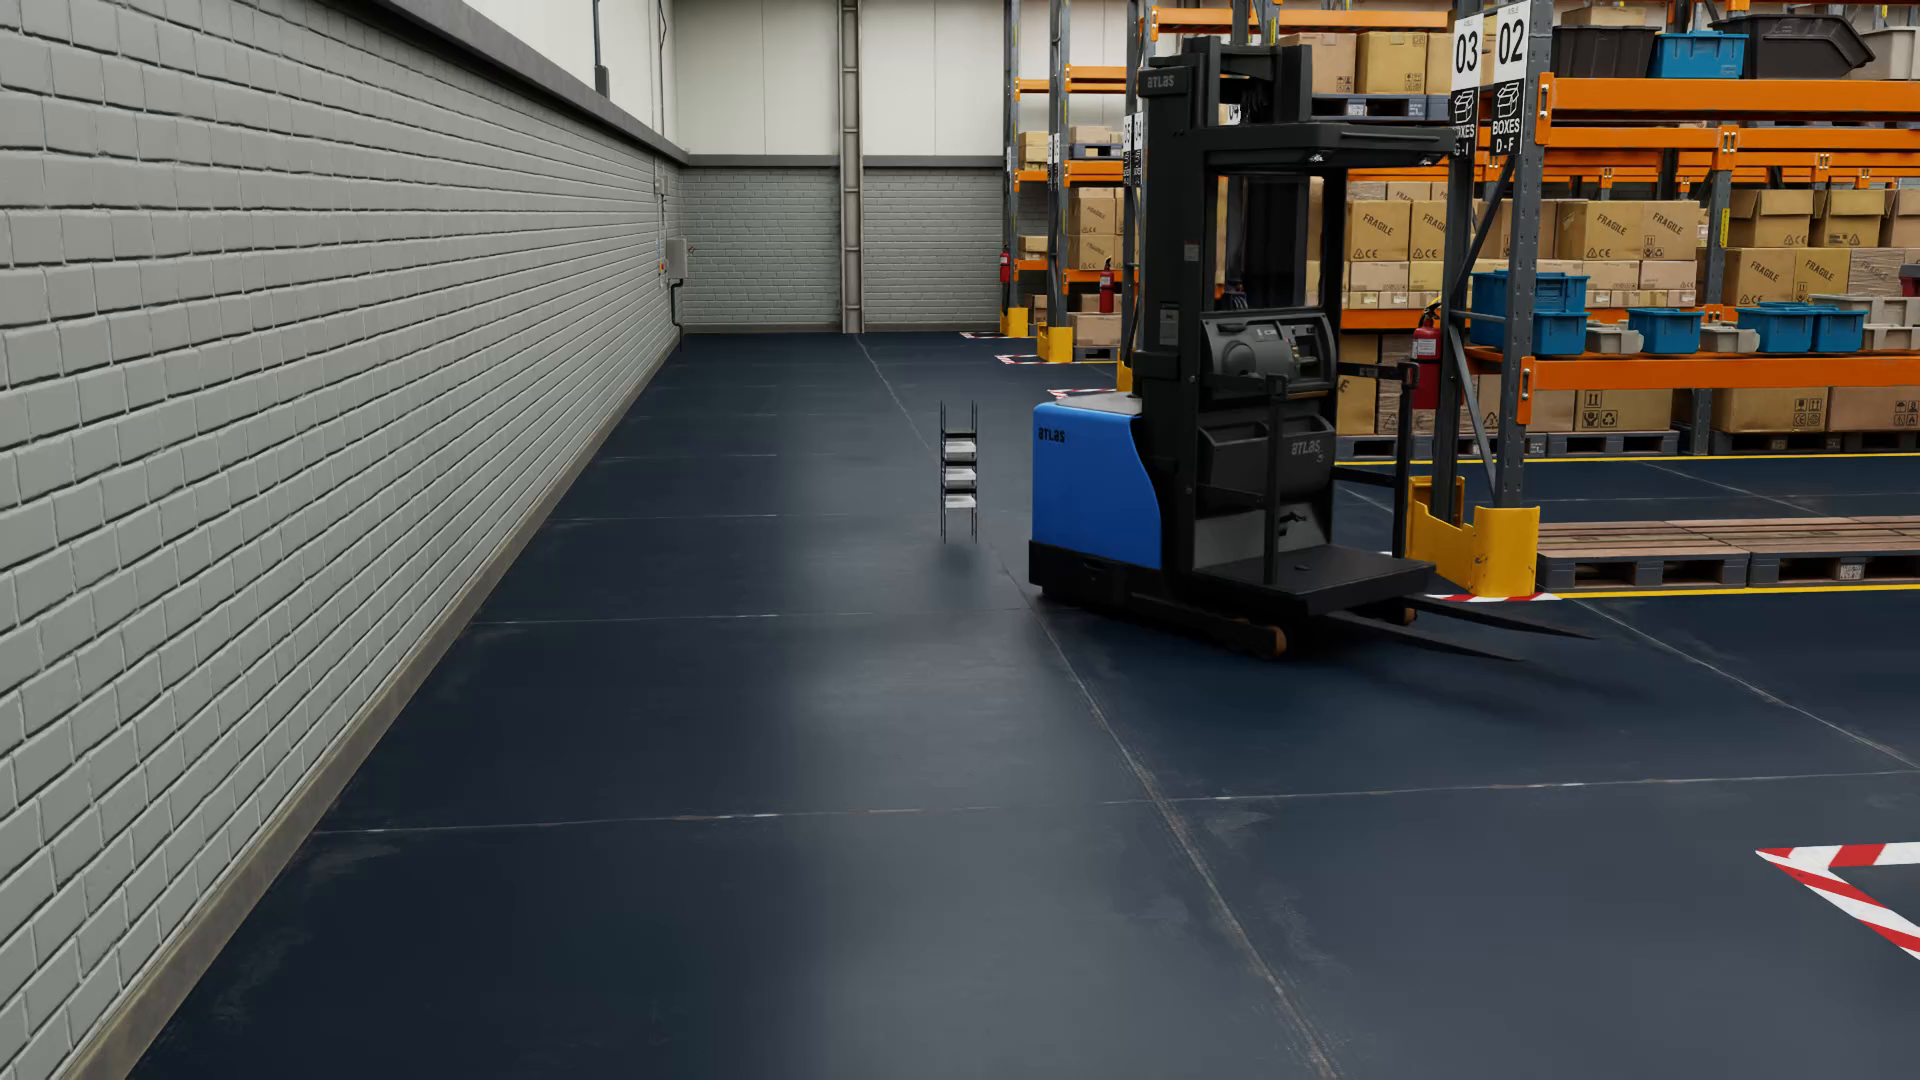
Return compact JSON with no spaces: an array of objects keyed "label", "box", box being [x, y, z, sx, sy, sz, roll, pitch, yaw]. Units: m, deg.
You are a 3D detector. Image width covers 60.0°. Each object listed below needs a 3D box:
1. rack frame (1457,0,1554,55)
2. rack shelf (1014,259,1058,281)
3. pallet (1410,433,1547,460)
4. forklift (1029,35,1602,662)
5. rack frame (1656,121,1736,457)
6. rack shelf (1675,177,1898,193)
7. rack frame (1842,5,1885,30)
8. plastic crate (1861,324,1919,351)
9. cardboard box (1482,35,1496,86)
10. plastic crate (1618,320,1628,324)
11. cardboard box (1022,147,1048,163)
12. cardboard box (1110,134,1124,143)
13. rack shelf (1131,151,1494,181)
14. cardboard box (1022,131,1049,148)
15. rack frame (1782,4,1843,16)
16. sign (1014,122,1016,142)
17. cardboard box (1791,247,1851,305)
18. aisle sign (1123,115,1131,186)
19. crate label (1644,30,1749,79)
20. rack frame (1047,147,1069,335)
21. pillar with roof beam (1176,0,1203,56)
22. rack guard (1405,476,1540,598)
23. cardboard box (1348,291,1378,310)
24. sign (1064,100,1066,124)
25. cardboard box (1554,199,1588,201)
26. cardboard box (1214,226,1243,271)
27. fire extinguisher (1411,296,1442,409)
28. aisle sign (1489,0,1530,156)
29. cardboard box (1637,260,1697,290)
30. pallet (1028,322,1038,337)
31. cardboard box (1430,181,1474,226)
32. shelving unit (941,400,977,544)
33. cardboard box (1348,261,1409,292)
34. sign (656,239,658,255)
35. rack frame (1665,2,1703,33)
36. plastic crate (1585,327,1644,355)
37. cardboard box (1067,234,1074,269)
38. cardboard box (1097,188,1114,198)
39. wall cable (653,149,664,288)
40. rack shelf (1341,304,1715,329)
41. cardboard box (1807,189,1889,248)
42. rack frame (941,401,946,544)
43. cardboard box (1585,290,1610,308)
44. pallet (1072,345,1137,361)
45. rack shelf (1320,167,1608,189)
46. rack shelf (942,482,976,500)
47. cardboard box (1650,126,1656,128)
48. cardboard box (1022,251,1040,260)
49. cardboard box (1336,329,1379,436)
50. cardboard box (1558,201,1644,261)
[{"label":"rack frame","box":[3.010,-4.212,8.965,0.127,3.000,1.000,-1,11,-6]},{"label":"rack shelf","box":[2.854,-4.759,29.165,4.000,0.370,1.077,-1,11,-6]},{"label":"pallet","box":[4.472,-0.906,14.931,1.213,0.211,1.003,-1,11,-6]},{"label":"forklift","box":[1.697,-0.973,8.221,1.130,2.935,3.031,-9,14,-38]},{"label":"rack frame","box":[6.452,-2.301,14.799,0.127,3.000,1.000,-1,11,-6]},{"label":"rack shelf","box":[14.784,-6.481,30.147,4.000,0.370,1.077,-1,11,-6]},{"label":"rack frame","box":[13.335,-7.312,24.735,0.127,3.000,1.000,-1,11,-6]},{"label":"plastic crate","box":[5.288,-1.158,9.509,0.466,0.136,0.293,-1,11,-6]},{"label":"cardboard box","box":[4.610,-4.056,14.339,0.500,0.500,0.700,-1,11,-4]},{"label":"plastic crate","box":[4.091,-1.223,9.843,0.243,0.136,0.396,-1,11,-6]},{"label":"cardboard box","box":[1.336,-6.571,28.360,0.500,0.250,0.500,-1,11,-7]},{"label":"cardboard box","box":[2.251,-5.773,23.985,0.250,0.149,0.380,-2,11,-10]},{"label":"rack shelf","box":[4.028,-4.332,19.216,4.000,0.370,1.077,-1,11,-6]},{"label":"cardboard box","box":[1.334,-6.821,28.334,0.500,0.250,0.500,-1,11,-7]},{"label":"rack frame","box":[9.993,-6.282,19.493,0.127,3.000,1.000,-1,11,-6]},{"label":"sign","box":[0.924,-6.867,27.981,0.005,0.325,0.100,-1,11,-6]},{"label":"cardboard box","box":[7.436,-2.323,14.648,0.500,0.500,0.500,-1,11,-6]},{"label":"aisle sign","box":[1.935,-4.503,19.258,0.004,0.787,0.394,-1,11,-6]},{"label":"crate label","box":[3.962,-2.624,9.051,0.502,0.251,0.408,-1,11,-6]},{"label":"rack frame","box":[1.405,-4.119,24.042,0.127,3.000,1.000,-1,11,-6]},{"label":"pillar with roof beam","box":[4.517,-7.430,25.335,0.400,9.000,9.100,-1,11,-6]},{"label":"rack guard","box":[2.988,-0.039,9.769,0.348,0.500,1.175,-1,11,-6]},{"label":"cardboard box","box":[3.373,-2.050,14.171,0.250,0.149,0.380,-1,11,-7]},{"label":"sign","box":[1.459,-5.952,23.119,0.005,0.325,0.100,-1,11,-6]},{"label":"cardboard box","box":[8.873,-4.764,24.474,0.500,0.500,0.500,-2,11,-8]},{"label":"cardboard box","box":[3.046,-3.339,19.045,0.500,0.500,0.500,-1,11,-6]},{"label":"fire extinguisher","box":[2.811,-1.131,10.014,0.183,0.674,0.296,-1,11,-6]},{"label":"aisle sign","box":[2.971,-2.485,8.995,0.004,0.787,0.394,-1,11,-6]},{"label":"cardboard box","box":[6.041,-2.314,14.482,0.500,0.250,0.500,-1,11,-7]},{"label":"pallet","box":[1.733,-3.720,29.246,1.213,0.211,1.003,-1,11,-6]},{"label":"cardboard box","box":[5.579,-3.879,19.200,0.500,0.500,0.500,-2,11,-8]},{"label":"shelving unit","box":[-0.008,-0.441,10.780,0.210,0.900,0.258,-1,11,-6]},{"label":"cardboard box","box":[3.498,-2.261,14.210,0.500,0.250,0.500,-1,11,-7]},{"label":"sign","box":[-4.254,-4.119,23.342,0.001,0.218,0.327,-1,11,-6]},{"label":"rack frame","box":[12.795,-8.264,29.576,0.127,3.000,1.000,-1,11,-6]},{"label":"plastic crate","box":[3.619,-1.101,9.221,0.298,0.136,0.250,-1,11,-6]},{"label":"cardboard box","box":[1.856,-4.229,24.342,0.500,0.500,0.500,-1,11,-6]},{"label":"cardboard box","box":[2.041,-4.950,23.738,0.250,0.149,0.380,-1,11,-5]},{"label":"wall cable","box":[-4.198,-4.511,23.321,0.123,1.953,0.585,-1,11,-6]},{"label":"rack shelf","box":[4.464,-1.907,14.656,4.000,0.370,1.077,-1,11,-6]},{"label":"cardboard box","box":[7.770,-2.870,14.830,0.637,0.503,0.797,-1,11,-5]},{"label":"rack frame","box":[-0.109,-0.439,10.770,0.006,0.900,0.240,-1,11,-6]},{"label":"cardboard box","box":[5.417,-2.093,14.389,0.250,0.149,0.380,-1,11,-5]},{"label":"pallet","box":[2.192,-2.782,24.472,1.213,0.211,1.003,-1,11,-6]},{"label":"rack shelf","box":[7.370,-5.362,24.458,4.000,0.370,1.077,-1,11,-6]},{"label":"rack shelf","box":[-0.008,-0.320,10.804,0.200,0.077,0.258,-1,11,-6]},{"label":"cardboard box","box":[8.404,-4.875,19.854,0.500,0.500,0.500,-1,11,-6]},{"label":"cardboard box","box":[1.222,-4.901,28.675,0.250,0.149,0.380,-1,11,-7]},{"label":"cardboard box","box":[3.103,-1.410,14.685,0.875,0.875,0.875,-1,11,-6]},{"label":"cardboard box","box":[5.525,-2.671,14.354,0.500,0.500,0.500,-1,11,-5]}]
